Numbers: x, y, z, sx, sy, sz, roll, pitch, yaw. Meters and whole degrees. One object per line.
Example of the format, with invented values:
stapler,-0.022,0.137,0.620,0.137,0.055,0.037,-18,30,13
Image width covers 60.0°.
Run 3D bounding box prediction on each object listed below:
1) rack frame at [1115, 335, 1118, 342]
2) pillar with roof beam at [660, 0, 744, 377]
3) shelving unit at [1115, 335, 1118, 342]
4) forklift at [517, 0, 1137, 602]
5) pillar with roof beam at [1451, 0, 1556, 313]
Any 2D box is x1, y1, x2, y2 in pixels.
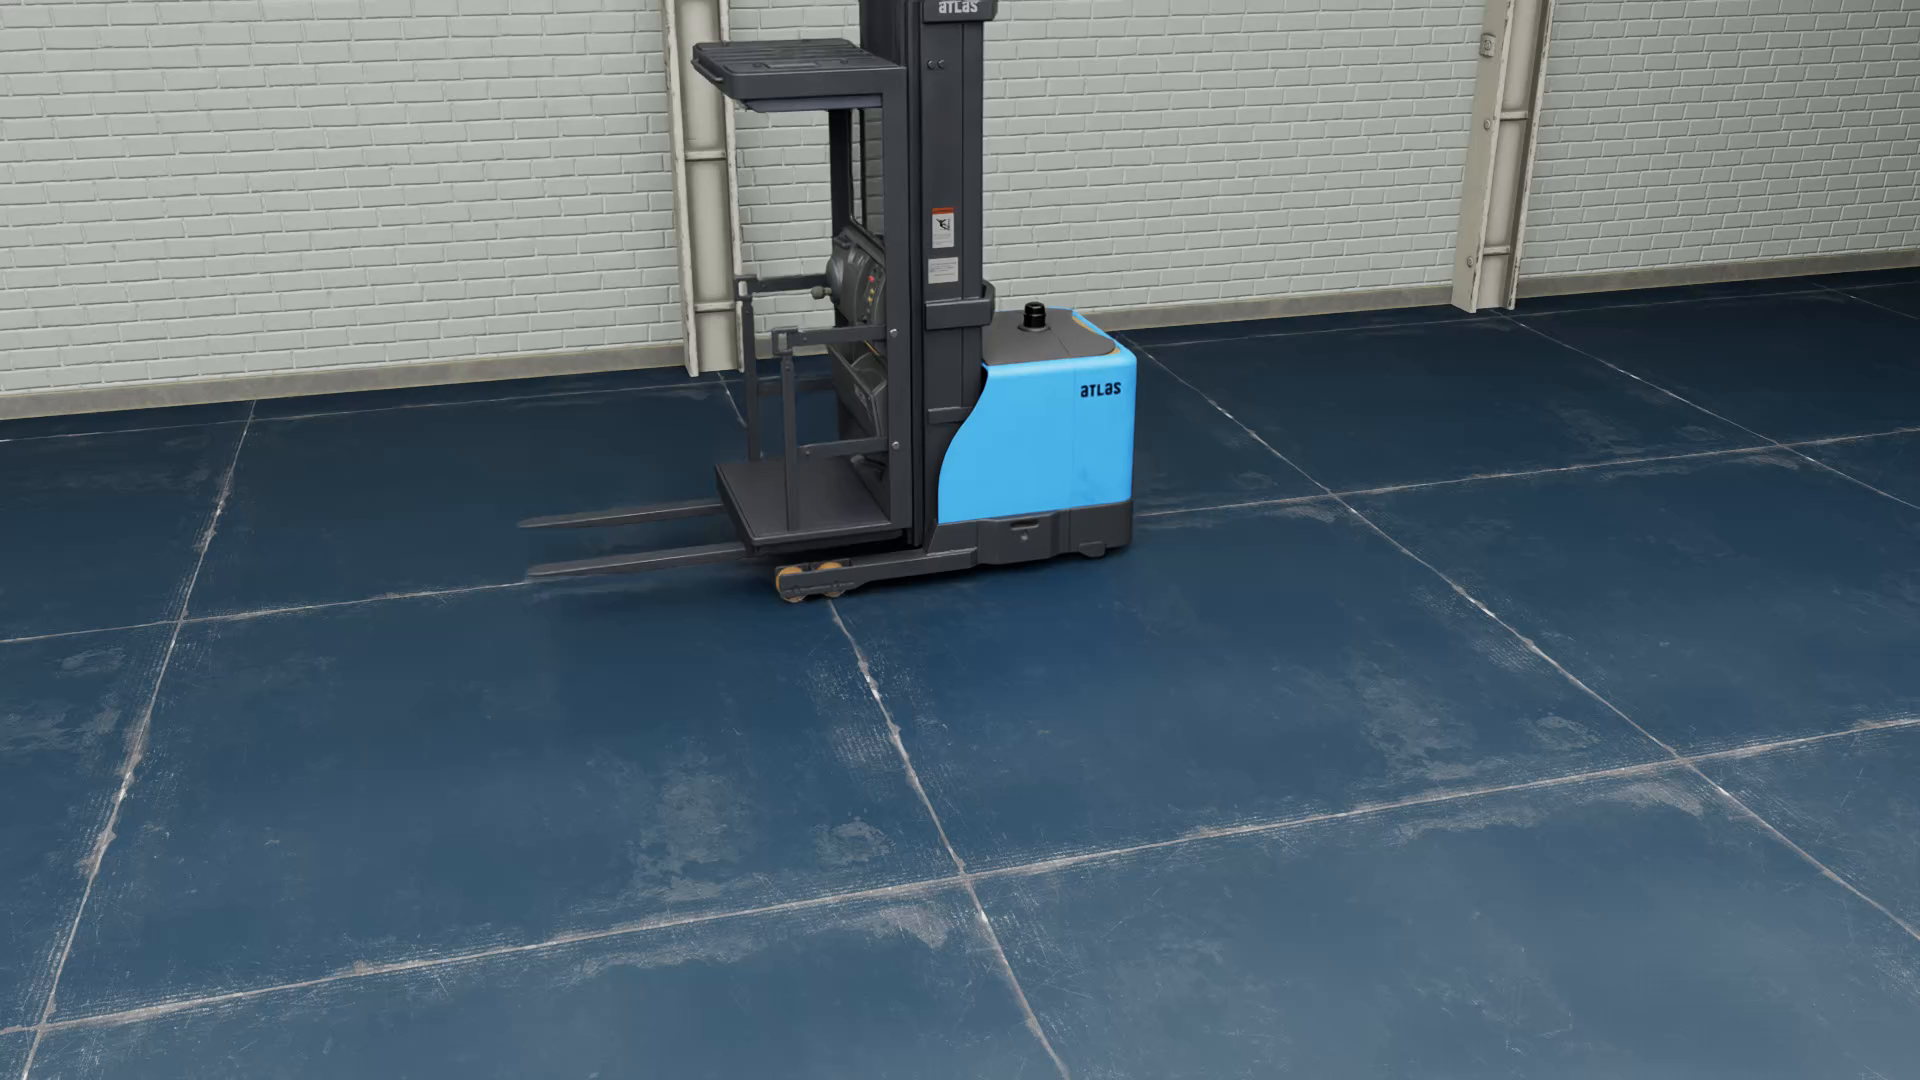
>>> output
rack frame,0.800,-0.743,9.339,0.006,0.900,0.240,-13,27,-28
pillar with roof beam,-0.528,-3.696,5.951,0.400,9.000,9.100,-6,24,-14
shelving unit,0.713,-0.722,9.291,0.210,0.900,0.258,-13,27,-28
forklift,-0.688,-1.280,8.016,3.031,2.935,1.130,-7,24,-16
pillar with roof beam,5.249,-4.335,7.441,0.400,9.000,9.100,-6,24,-14
